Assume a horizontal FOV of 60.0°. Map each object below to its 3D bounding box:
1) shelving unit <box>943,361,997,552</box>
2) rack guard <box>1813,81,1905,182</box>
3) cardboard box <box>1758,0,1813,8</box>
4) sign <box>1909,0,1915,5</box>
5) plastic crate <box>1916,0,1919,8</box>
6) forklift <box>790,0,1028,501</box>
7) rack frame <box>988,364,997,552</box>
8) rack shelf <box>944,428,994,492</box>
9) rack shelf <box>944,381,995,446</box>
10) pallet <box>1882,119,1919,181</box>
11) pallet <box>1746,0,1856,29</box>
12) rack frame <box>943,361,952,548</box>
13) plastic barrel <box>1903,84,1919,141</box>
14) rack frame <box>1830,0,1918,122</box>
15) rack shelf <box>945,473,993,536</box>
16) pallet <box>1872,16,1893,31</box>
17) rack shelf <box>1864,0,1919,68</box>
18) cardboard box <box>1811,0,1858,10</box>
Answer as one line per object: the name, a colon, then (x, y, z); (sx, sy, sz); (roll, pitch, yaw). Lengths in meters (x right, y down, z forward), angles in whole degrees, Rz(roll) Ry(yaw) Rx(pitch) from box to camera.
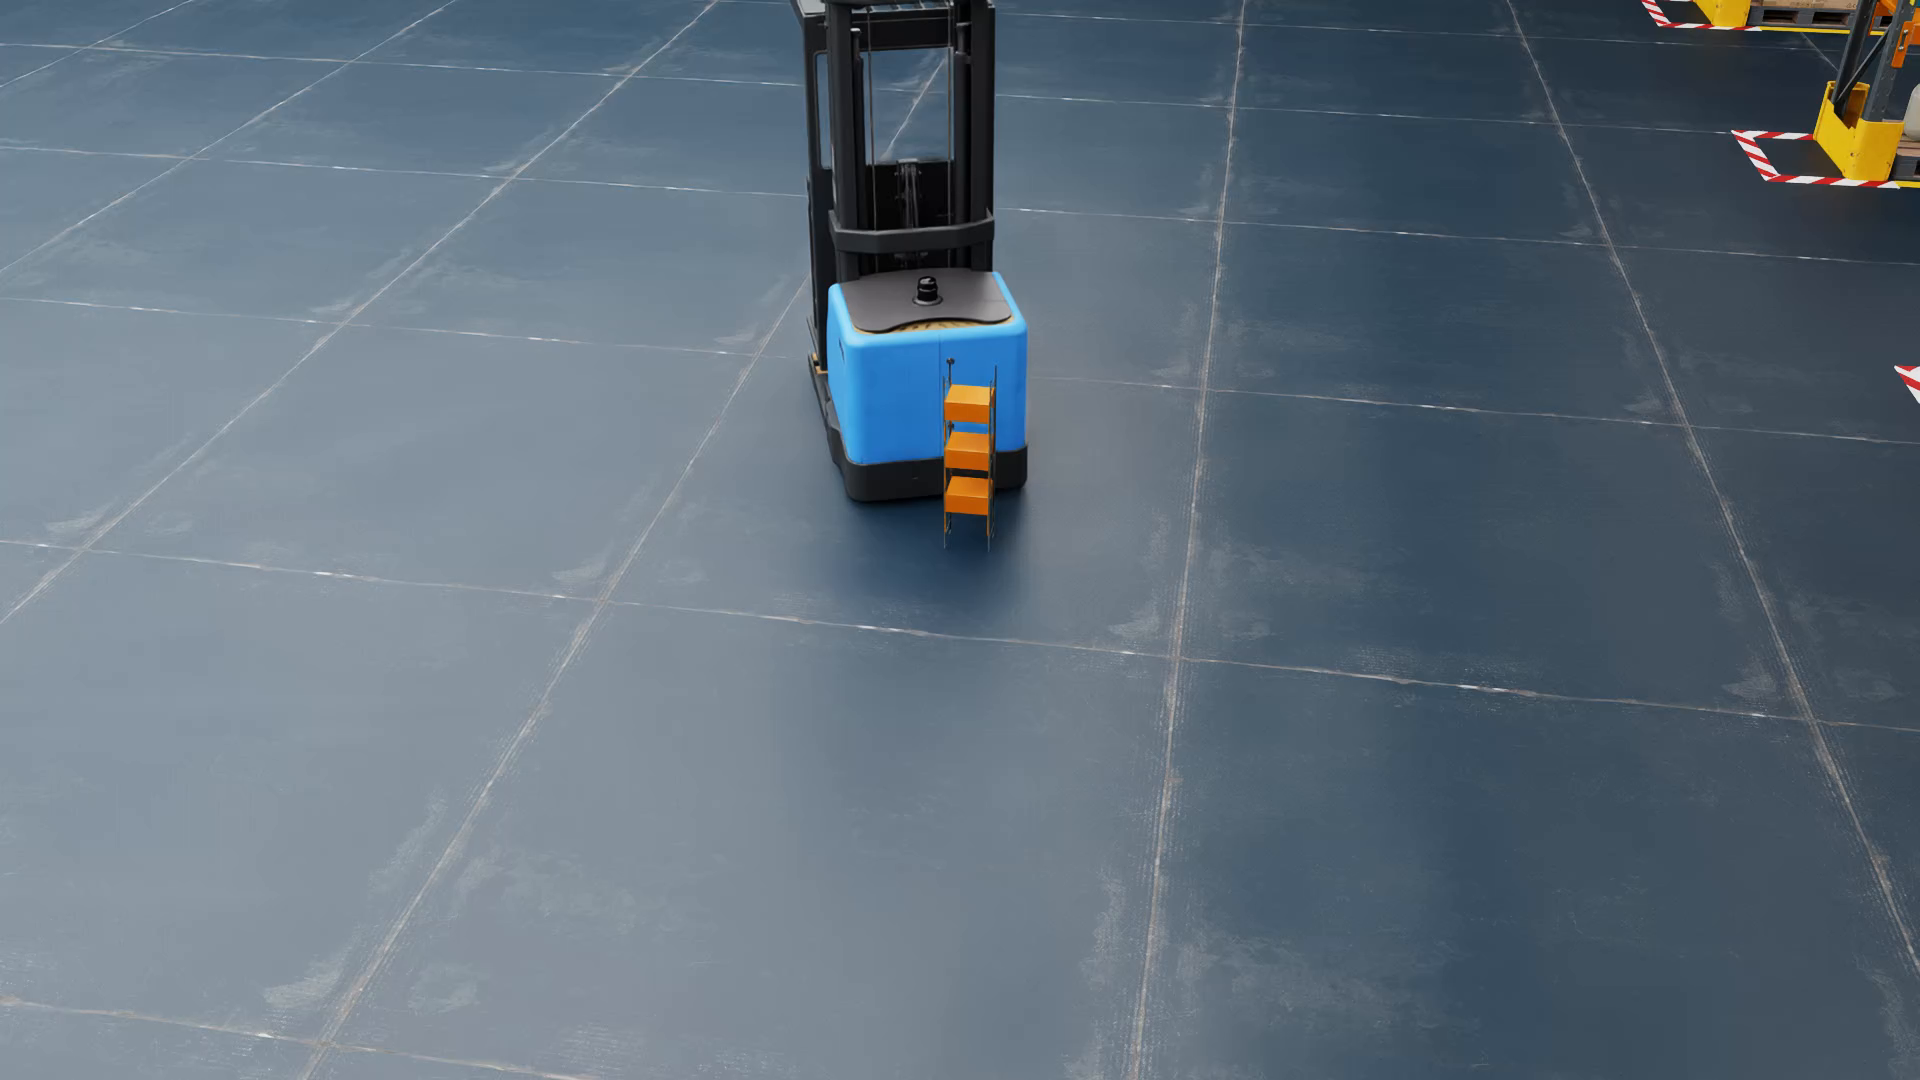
shelving unit: (0.053, -0.440, 8.964); (0.252, 1.050, 0.215); (5, 32, 8)
rack guard: (7.812, -3.568, 14.480); (0.348, 0.500, 1.175); (5, 32, 8)
cardboard box: (9.057, -6.049, 18.282); (0.500, 0.250, 0.500); (5, 32, 8)
sign: (7.632, -4.440, 13.256); (0.005, 0.325, 0.100); (5, 32, 8)
plastic crate: (8.273, -4.659, 14.006); (0.616, 0.251, 0.499); (5, 32, 8)
forklift: (-0.390, -2.232, 10.053); (1.130, 2.935, 3.031); (-6, 33, -9)
rack frame: (0.173, -0.429, 8.946); (0.008, 1.050, 0.200); (5, 32, 8)
rack shelf: (0.053, -0.431, 8.969); (0.240, 0.259, 0.215); (5, 32, 8)
rack shelf: (0.053, -0.672, 8.819); (0.240, 0.259, 0.215); (5, 32, 8)
pallet: (8.612, -3.371, 14.436); (1.213, 0.211, 1.003); (5, 32, 8)
pallet: (9.327, -5.972, 18.592); (1.213, 0.211, 1.003); (5, 32, 8)
rack frame: (-0.068, -0.451, 8.981); (0.008, 1.050, 0.200); (5, 32, 8)
plastic barrel: (8.391, -3.715, 14.307); (0.421, 0.512, 0.421); (0, 32, 0)
rack frame: (7.729, -4.610, 13.788); (0.127, 3.000, 1.000); (5, 32, 8)
rack shelf: (0.053, -0.196, 9.117); (0.240, 0.259, 0.215); (5, 32, 8)
pallet: (10.526, -5.862, 18.416); (1.213, 0.211, 1.003); (5, 32, 8)
rack shelf: (9.701, -4.127, 13.694); (4.000, 0.370, 1.077); (5, 32, 8)
cardboard box: (9.551, -6.006, 18.214); (0.500, 0.250, 0.500); (5, 32, 8)
